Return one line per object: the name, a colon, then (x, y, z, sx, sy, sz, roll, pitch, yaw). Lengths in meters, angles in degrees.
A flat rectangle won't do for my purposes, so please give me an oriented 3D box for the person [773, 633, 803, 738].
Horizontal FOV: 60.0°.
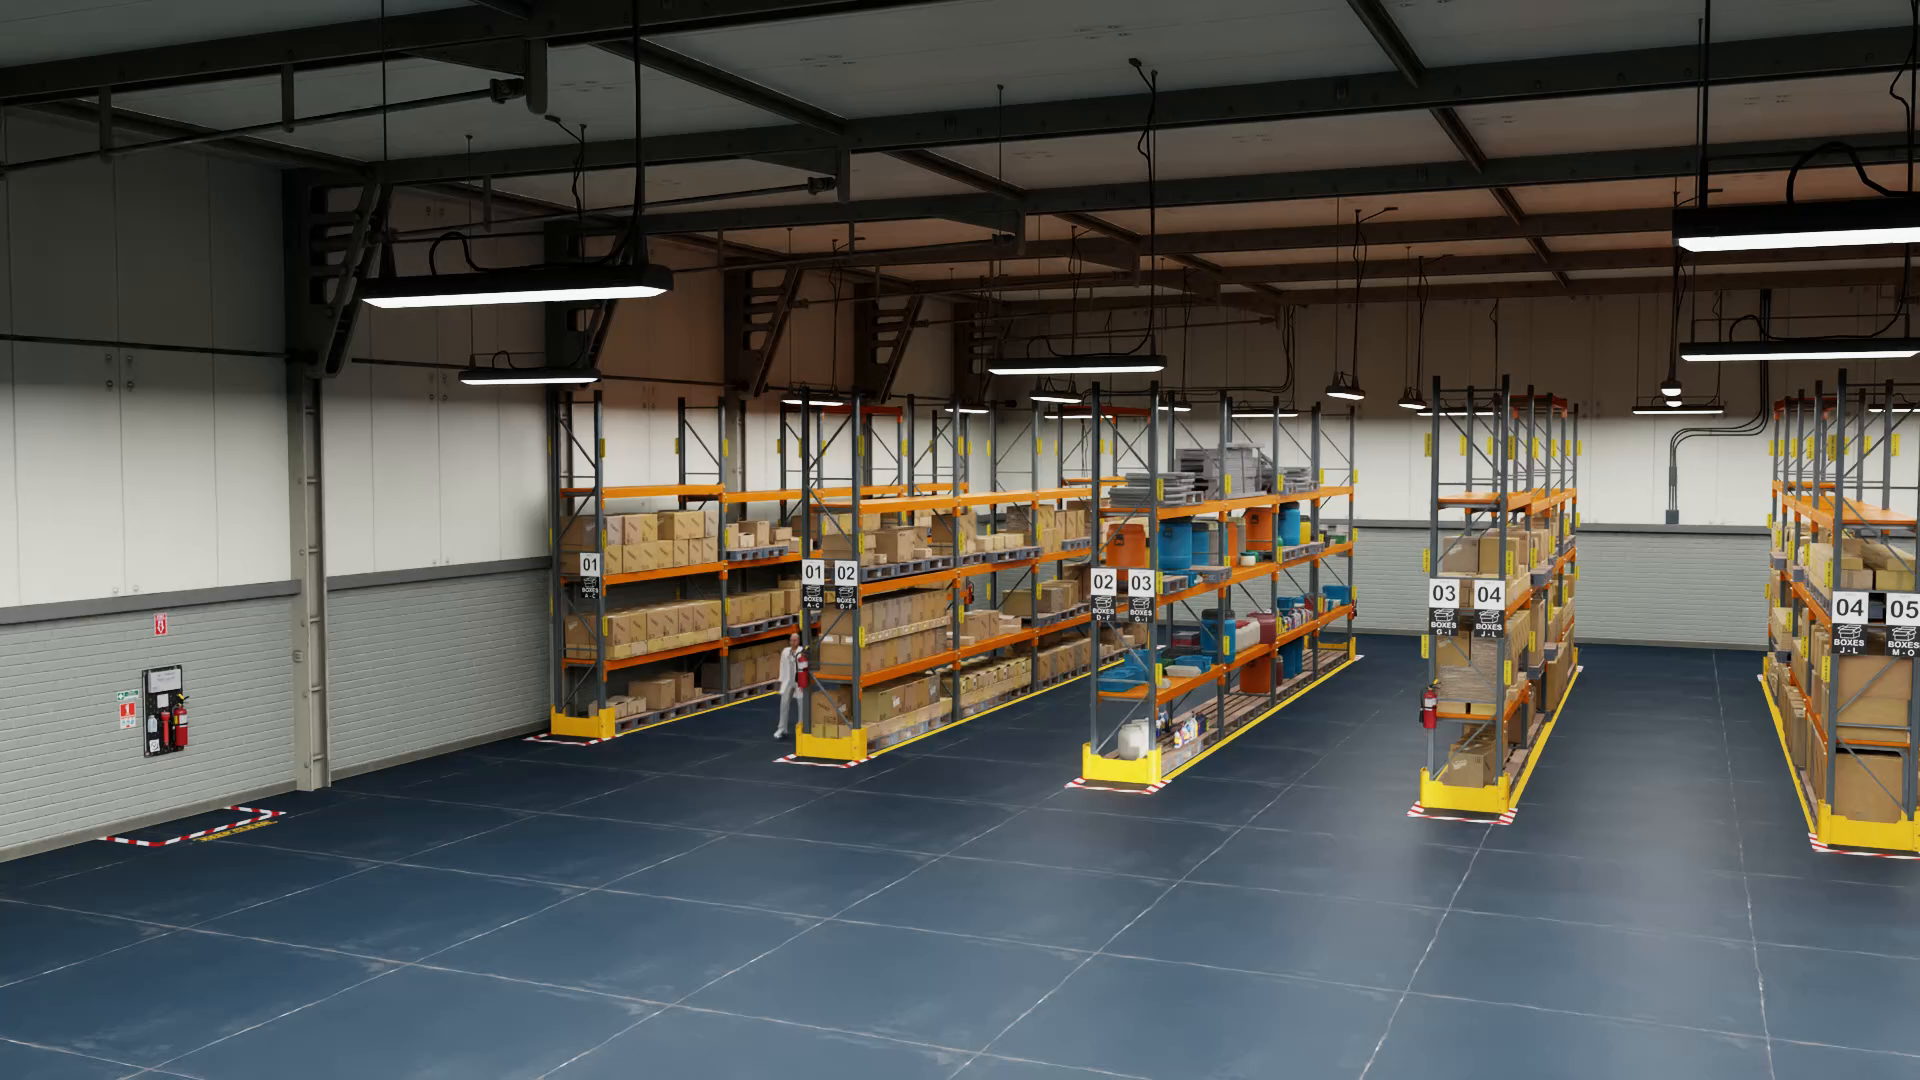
person: (-2.917, 2.513, 29.034, 0.619, 1.766, 0.923, 1, 3, 9)
